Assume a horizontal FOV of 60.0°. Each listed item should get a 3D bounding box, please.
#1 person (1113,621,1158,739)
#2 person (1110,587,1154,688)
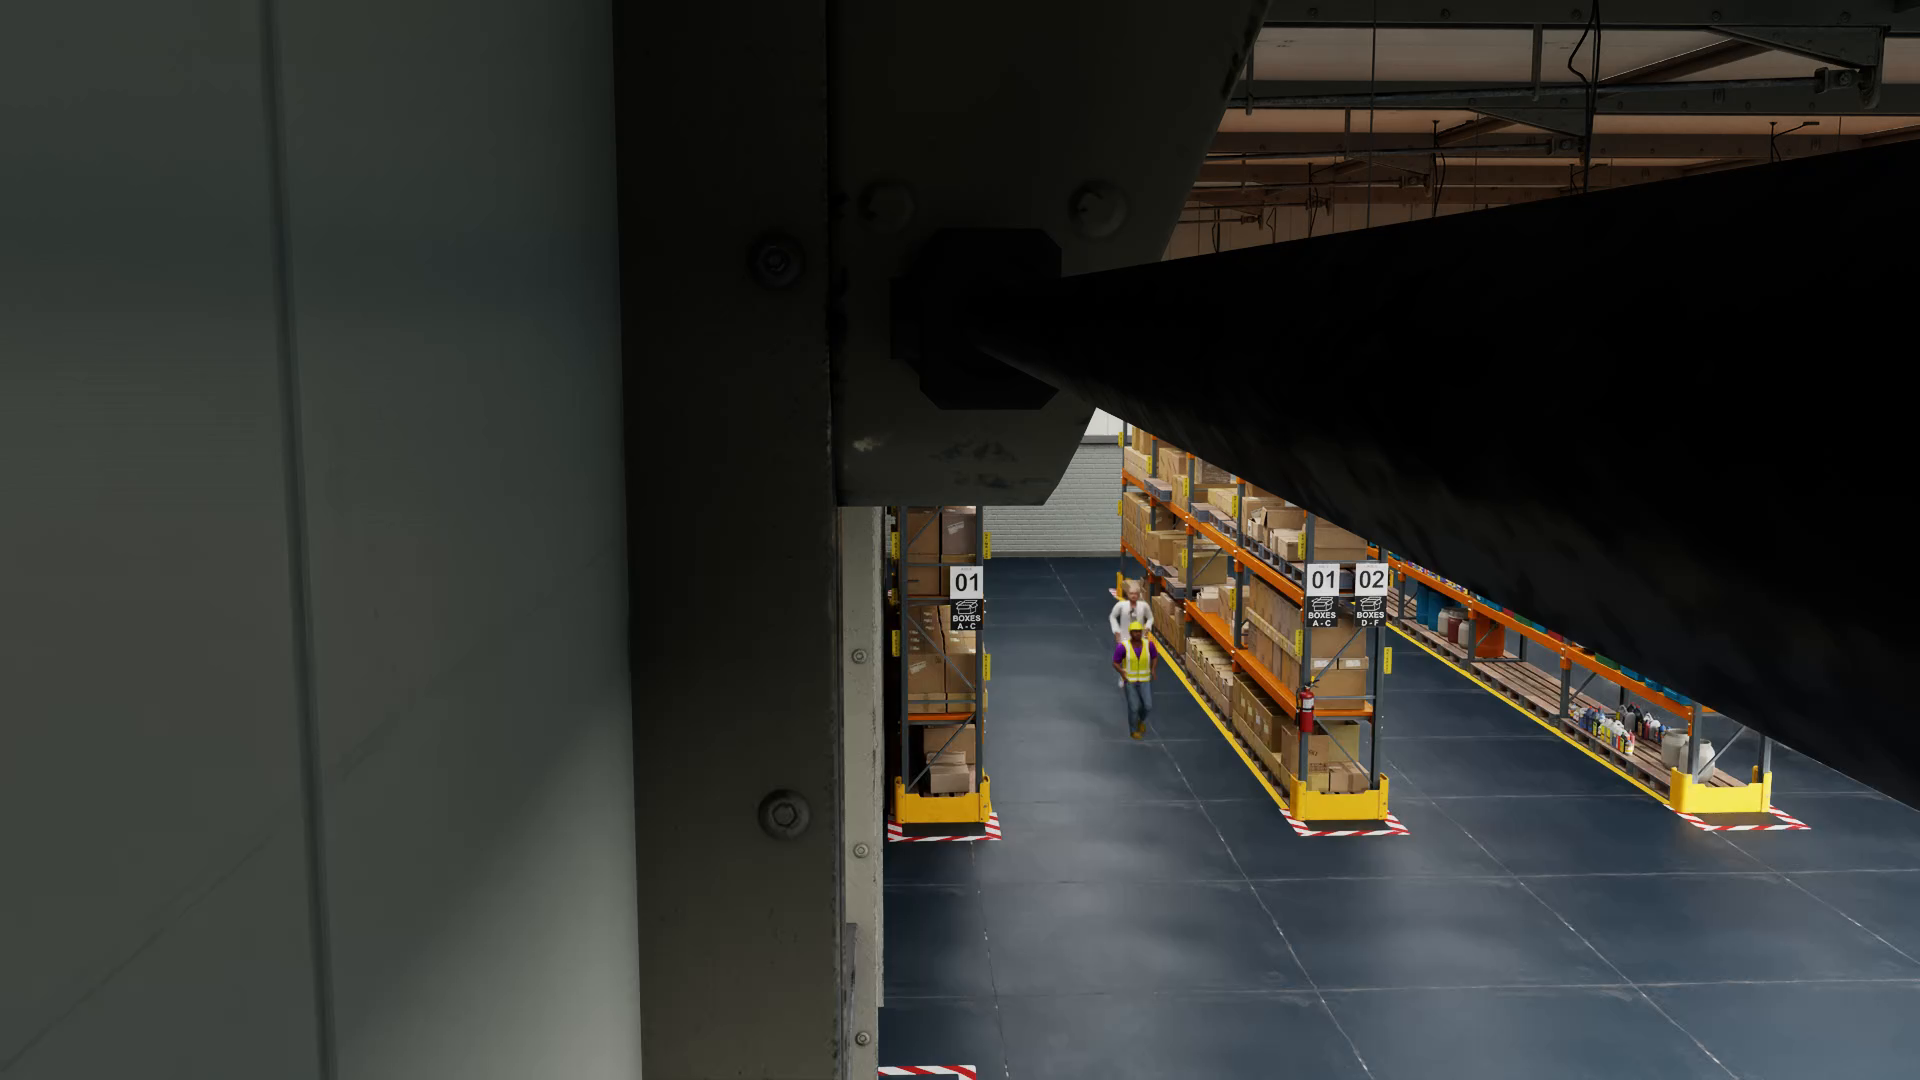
[{"bbox_3d":[2.543,2.021,23.875,0.674,1.721,0.568,-1,8,-6],"label":"person"},{"bbox_3d":[2.843,1.727,27.357,0.722,1.539,0.628,0,8,-3],"label":"person"}]
